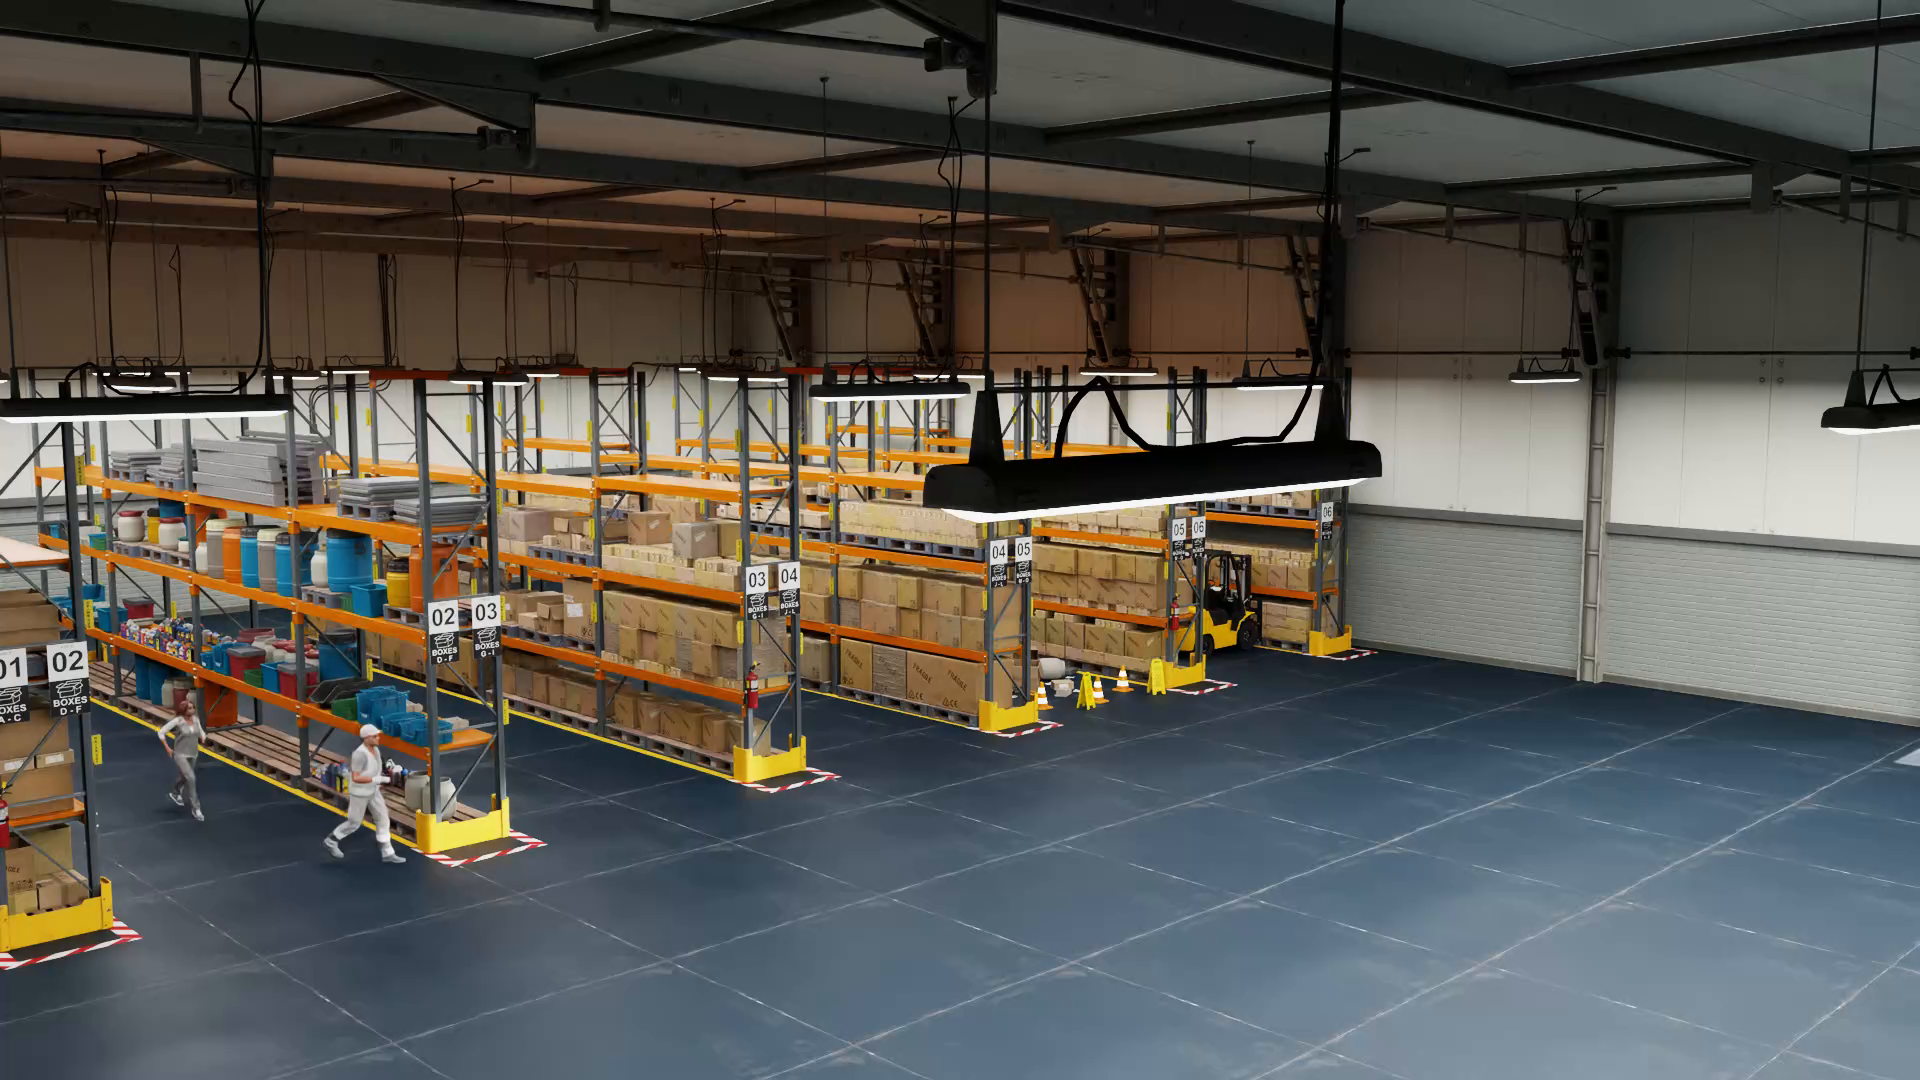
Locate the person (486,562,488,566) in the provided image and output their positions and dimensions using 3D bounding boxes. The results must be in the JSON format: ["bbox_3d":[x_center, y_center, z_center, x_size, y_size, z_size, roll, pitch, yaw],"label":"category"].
[{"bbox_3d":[-10.288,1.383,36.079,0.631,1.835,0.775,-6,8,-40],"label":"person"}]

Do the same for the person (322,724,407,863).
[{"bbox_3d":[-7.371,3.124,20.492,1.026,1.756,0.642,1,7,13],"label":"person"}]

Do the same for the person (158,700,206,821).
[{"bbox_3d":[-10.612,2.976,22.703,0.869,1.621,0.571,4,7,30],"label":"person"}]
